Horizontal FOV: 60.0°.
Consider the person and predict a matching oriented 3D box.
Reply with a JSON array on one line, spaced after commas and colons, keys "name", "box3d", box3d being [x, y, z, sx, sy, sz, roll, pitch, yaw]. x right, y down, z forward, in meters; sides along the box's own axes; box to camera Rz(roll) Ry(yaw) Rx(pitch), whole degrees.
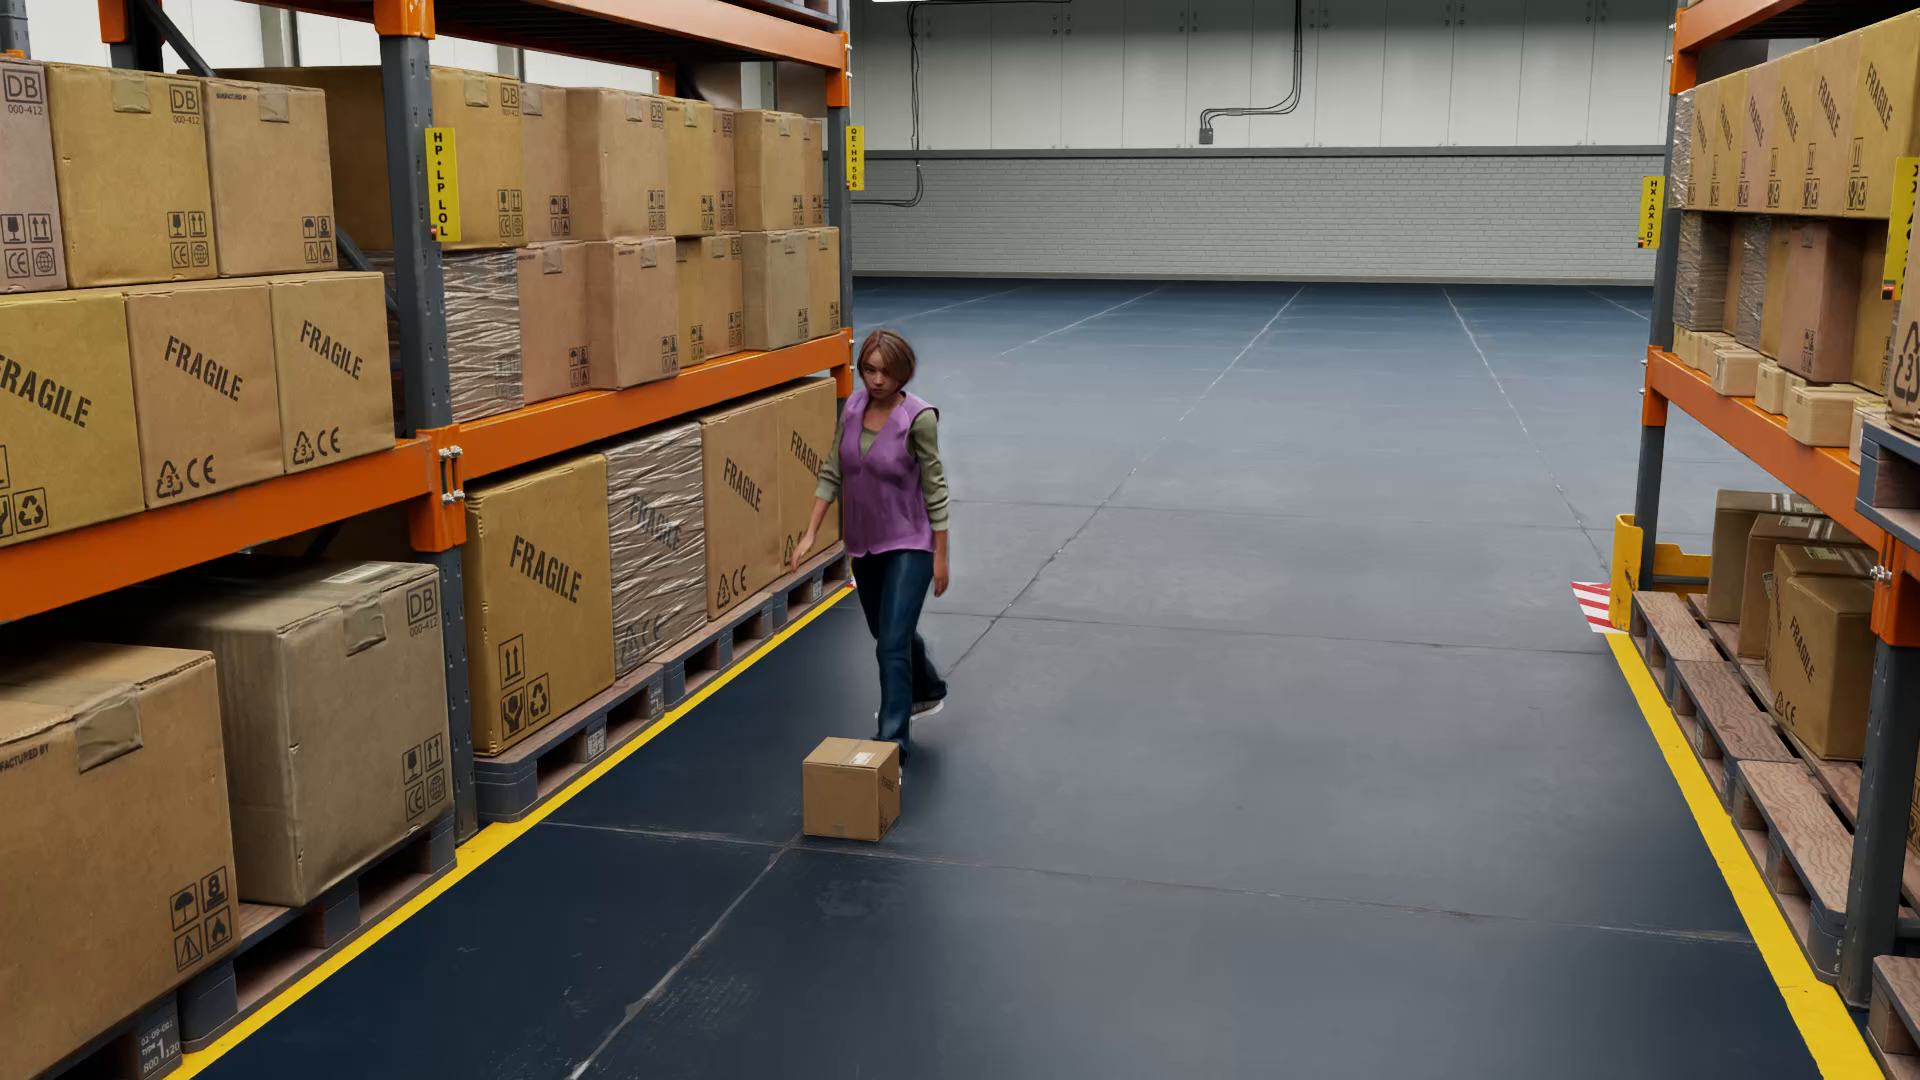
[{"name": "person", "box3d": [-0.266, 0.026, 5.837, 0.500, 1.546, 0.881, 9, 14, 36]}]
